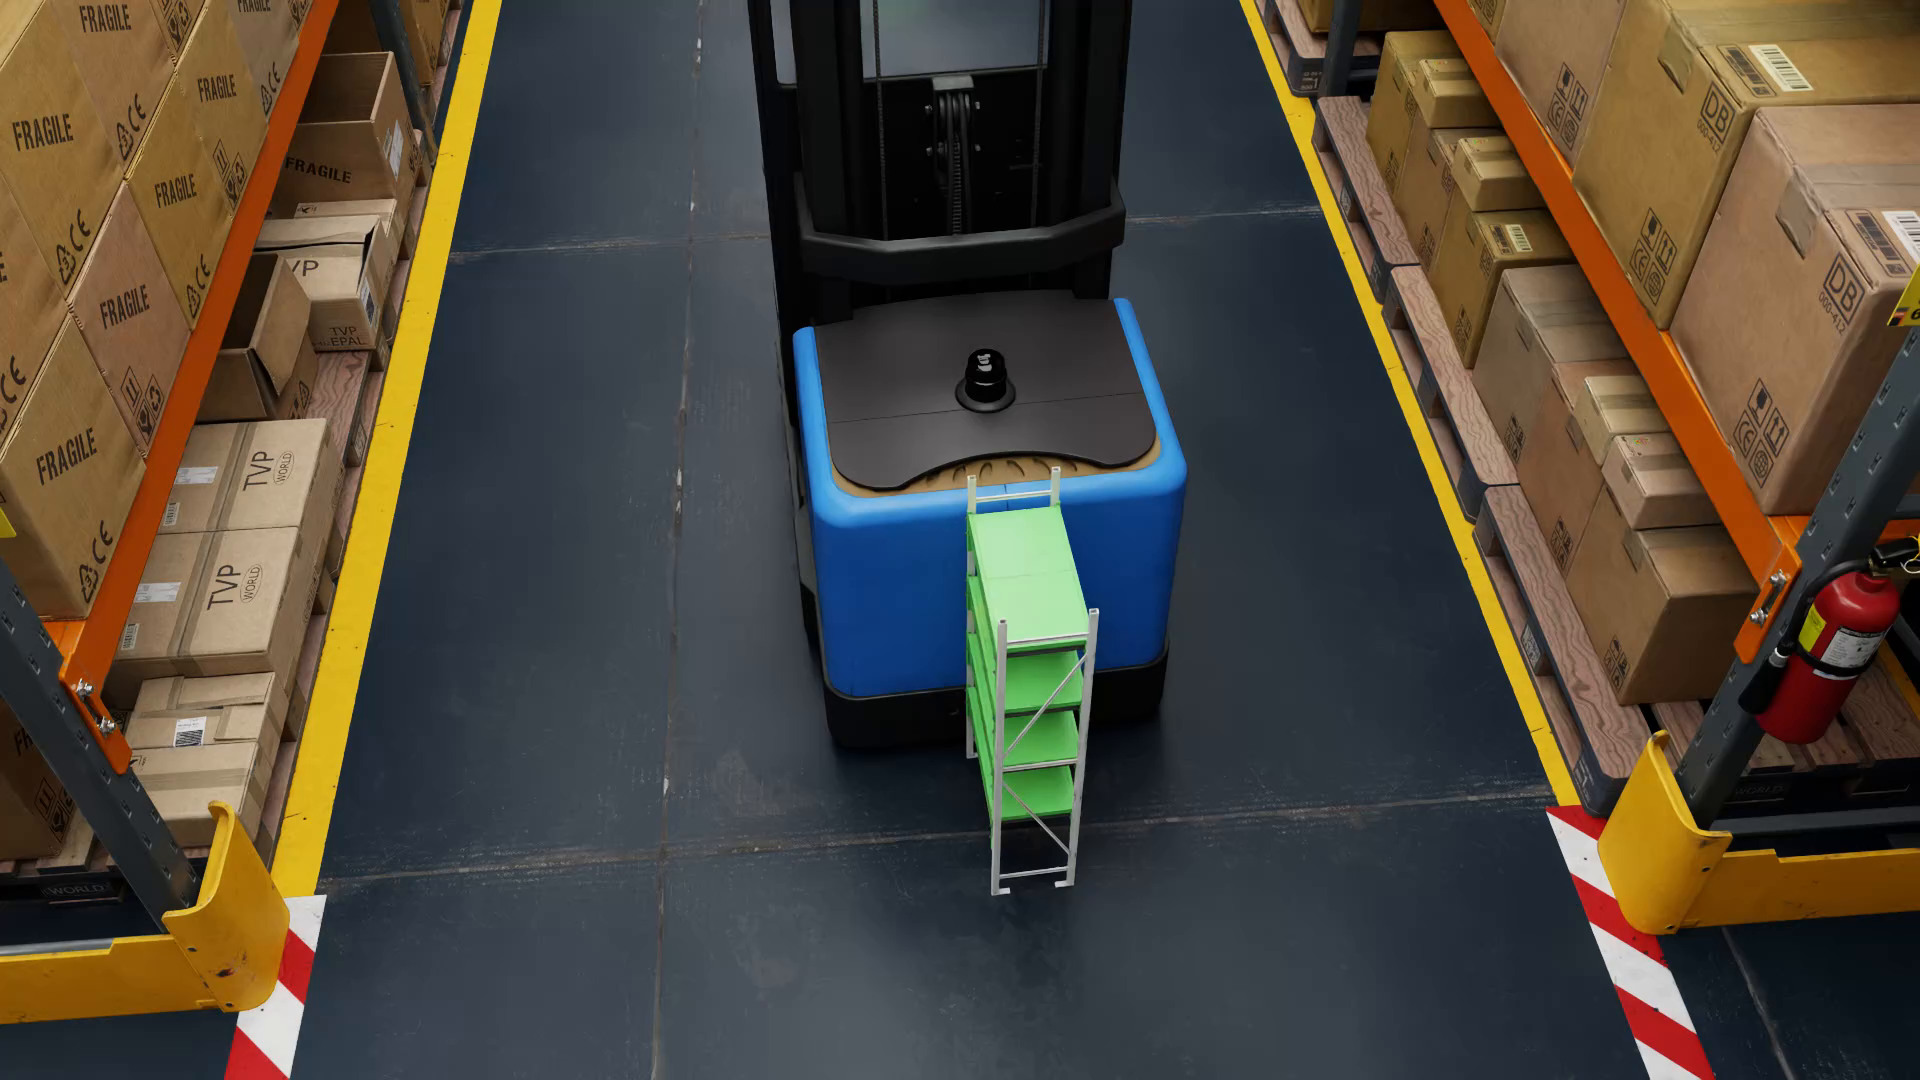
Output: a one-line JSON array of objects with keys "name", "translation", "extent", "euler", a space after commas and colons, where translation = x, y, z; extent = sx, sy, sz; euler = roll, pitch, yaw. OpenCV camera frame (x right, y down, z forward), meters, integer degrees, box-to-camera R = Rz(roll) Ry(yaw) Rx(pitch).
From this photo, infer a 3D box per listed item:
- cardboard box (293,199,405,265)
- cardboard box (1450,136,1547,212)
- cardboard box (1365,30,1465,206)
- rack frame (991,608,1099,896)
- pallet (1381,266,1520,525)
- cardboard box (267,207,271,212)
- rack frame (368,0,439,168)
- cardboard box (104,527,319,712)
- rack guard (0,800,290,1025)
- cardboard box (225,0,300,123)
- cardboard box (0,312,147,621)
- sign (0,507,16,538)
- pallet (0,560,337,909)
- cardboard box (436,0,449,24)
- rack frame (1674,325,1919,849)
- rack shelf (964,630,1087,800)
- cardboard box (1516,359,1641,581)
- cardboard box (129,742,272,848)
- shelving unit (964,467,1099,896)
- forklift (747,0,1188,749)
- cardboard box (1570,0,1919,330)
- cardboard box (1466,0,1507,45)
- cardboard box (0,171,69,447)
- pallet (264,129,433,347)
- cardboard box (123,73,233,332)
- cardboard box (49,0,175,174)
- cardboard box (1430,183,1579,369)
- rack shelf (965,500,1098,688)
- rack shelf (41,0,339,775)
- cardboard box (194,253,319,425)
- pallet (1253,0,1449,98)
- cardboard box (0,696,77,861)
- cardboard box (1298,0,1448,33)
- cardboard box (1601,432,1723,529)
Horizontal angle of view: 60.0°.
[{"name": "cardboard box", "translation": [-2.387, -1.188, 6.470], "extent": [0.380, 0.149, 0.250], "euler": [-3, 47, -3]}, {"name": "cardboard box", "translation": [1.979, -1.308, 5.908], "extent": [0.380, 0.149, 0.250], "euler": [-5, 47, -4]}, {"name": "cardboard box", "translation": [2.088, -1.721, 6.747], "extent": [0.700, 0.500, 0.500], "euler": [-3, 47, -3]}, {"name": "rack frame", "translation": [0.209, 0.592, 4.362], "extent": [0.240, 1.200, 0.015], "euler": [-6, 47, -6]}, {"name": "pallet", "translation": [2.219, -0.585, 6.159], "extent": [1.003, 0.211, 1.213], "euler": [-3, 47, -3]}, {"name": "cardboard box", "translation": [-2.989, -1.590, 6.739], "extent": [0.500, 0.311, 0.500], "euler": [-3, 47, -3]}, {"name": "rack frame", "translation": [-2.808, -2.680, 6.222], "extent": [1.000, 3.000, 0.127], "euler": [-3, 47, -3]}, {"name": "cardboard box", "translation": [-2.278, 0.236, 5.051], "extent": [0.500, 0.250, 0.500], "euler": [-3, 47, -3]}, {"name": "rack guard", "translation": [-2.480, 1.019, 4.441], "extent": [1.175, 0.500, 0.348], "euler": [-3, 47, -3]}, {"name": "cardboard box", "translation": [-2.421, -1.624, 5.153], "extent": [0.500, 0.500, 0.500], "euler": [-3, 47, -2]}, {"name": "cardboard box", "translation": [-2.248, -0.157, 3.764], "extent": [0.500, 0.500, 0.500], "euler": [-3, 47, -2]}, {"name": "sign", "translation": [-1.933, -0.117, 3.198], "extent": [0.100, 0.325, 0.005], "euler": [-3, 47, -3]}, {"name": "pallet", "translation": [-2.548, 0.541, 5.092], "extent": [1.003, 0.211, 1.213], "euler": [-3, 47, -3]}, {"name": "cardboard box", "translation": [-2.662, -2.722, 7.680], "extent": [0.500, 0.500, 0.500], "euler": [-3, 47, -3]}, {"name": "rack frame", "translation": [2.462, -0.090, 3.769], "extent": [1.000, 3.000, 0.127], "euler": [-3, 47, -3]}, {"name": "rack shelf", "translation": [0.174, 0.461, 4.575], "extent": [0.258, 0.148, 0.480], "euler": [-6, 47, -6]}, {"name": "cardboard box", "translation": [2.262, -0.237, 5.341], "extent": [0.700, 0.500, 0.500], "euler": [-4, 47, -3]}, {"name": "cardboard box", "translation": [-2.166, 0.719, 4.663], "extent": [0.380, 0.149, 0.250], "euler": [-3, 47, -3]}, {"name": "shelving unit", "translation": [0.174, 0.417, 4.529], "extent": [0.258, 1.200, 0.503], "euler": [-6, 47, -6]}, {"name": "forklift", "translation": [-0.090, -1.457, 5.111], "extent": [1.130, 2.935, 3.031], "euler": [-6, 47, -6]}, {"name": "cardboard box", "translation": [2.338, -1.087, 4.507], "extent": [0.980, 0.700, 0.700], "euler": [-4, 47, -4]}, {"name": "cardboard box", "translation": [2.212, -2.165, 5.528], "extent": [0.980, 0.700, 0.700], "euler": [-5, 47, -4]}, {"name": "cardboard box", "translation": [-2.248, -0.501, 3.401], "extent": [0.500, 0.500, 0.500], "euler": [-2, 47, -2]}, {"name": "pallet", "translation": [-2.752, -1.224, 6.764], "extent": [1.003, 0.211, 1.213], "euler": [-3, 47, -3]}, {"name": "cardboard box", "translation": [-2.335, -0.894, 4.462], "extent": [0.500, 0.500, 0.500], "euler": [-4, 47, -3]}, {"name": "cardboard box", "translation": [-2.336, -1.241, 4.102], "extent": [0.500, 0.500, 0.500], "euler": [-3, 47, -3]}, {"name": "cardboard box", "translation": [2.168, -0.986, 6.050], "extent": [0.700, 0.500, 0.500], "euler": [-3, 47, -2]}, {"name": "rack shelf", "translation": [0.174, 0.131, 4.226], "extent": [0.258, 0.148, 0.480], "euler": [-6, 47, -6]}, {"name": "rack shelf", "translation": [-2.641, -0.986, 5.113], "extent": [1.077, 0.370, 4.000], "euler": [-3, 47, -3]}, {"name": "cardboard box", "translation": [-2.646, -0.614, 5.682], "extent": [0.797, 0.503, 0.637], "euler": [-3, 47, -3]}, {"name": "pallet", "translation": [1.988, -2.579, 8.047], "extent": [1.003, 0.211, 1.213], "euler": [-3, 47, -3]}, {"name": "cardboard box", "translation": [-2.764, 0.544, 4.588], "extent": [0.500, 0.500, 0.500], "euler": [-3, 47, -3]}, {"name": "cardboard box", "translation": [1.944, -2.851, 7.576], "extent": [0.750, 0.750, 0.750], "euler": [-3, 47, -3]}, {"name": "cardboard box", "translation": [2.112, -0.180, 4.840], "extent": [0.380, 0.149, 0.250], "euler": [-4, 47, -4]}]
